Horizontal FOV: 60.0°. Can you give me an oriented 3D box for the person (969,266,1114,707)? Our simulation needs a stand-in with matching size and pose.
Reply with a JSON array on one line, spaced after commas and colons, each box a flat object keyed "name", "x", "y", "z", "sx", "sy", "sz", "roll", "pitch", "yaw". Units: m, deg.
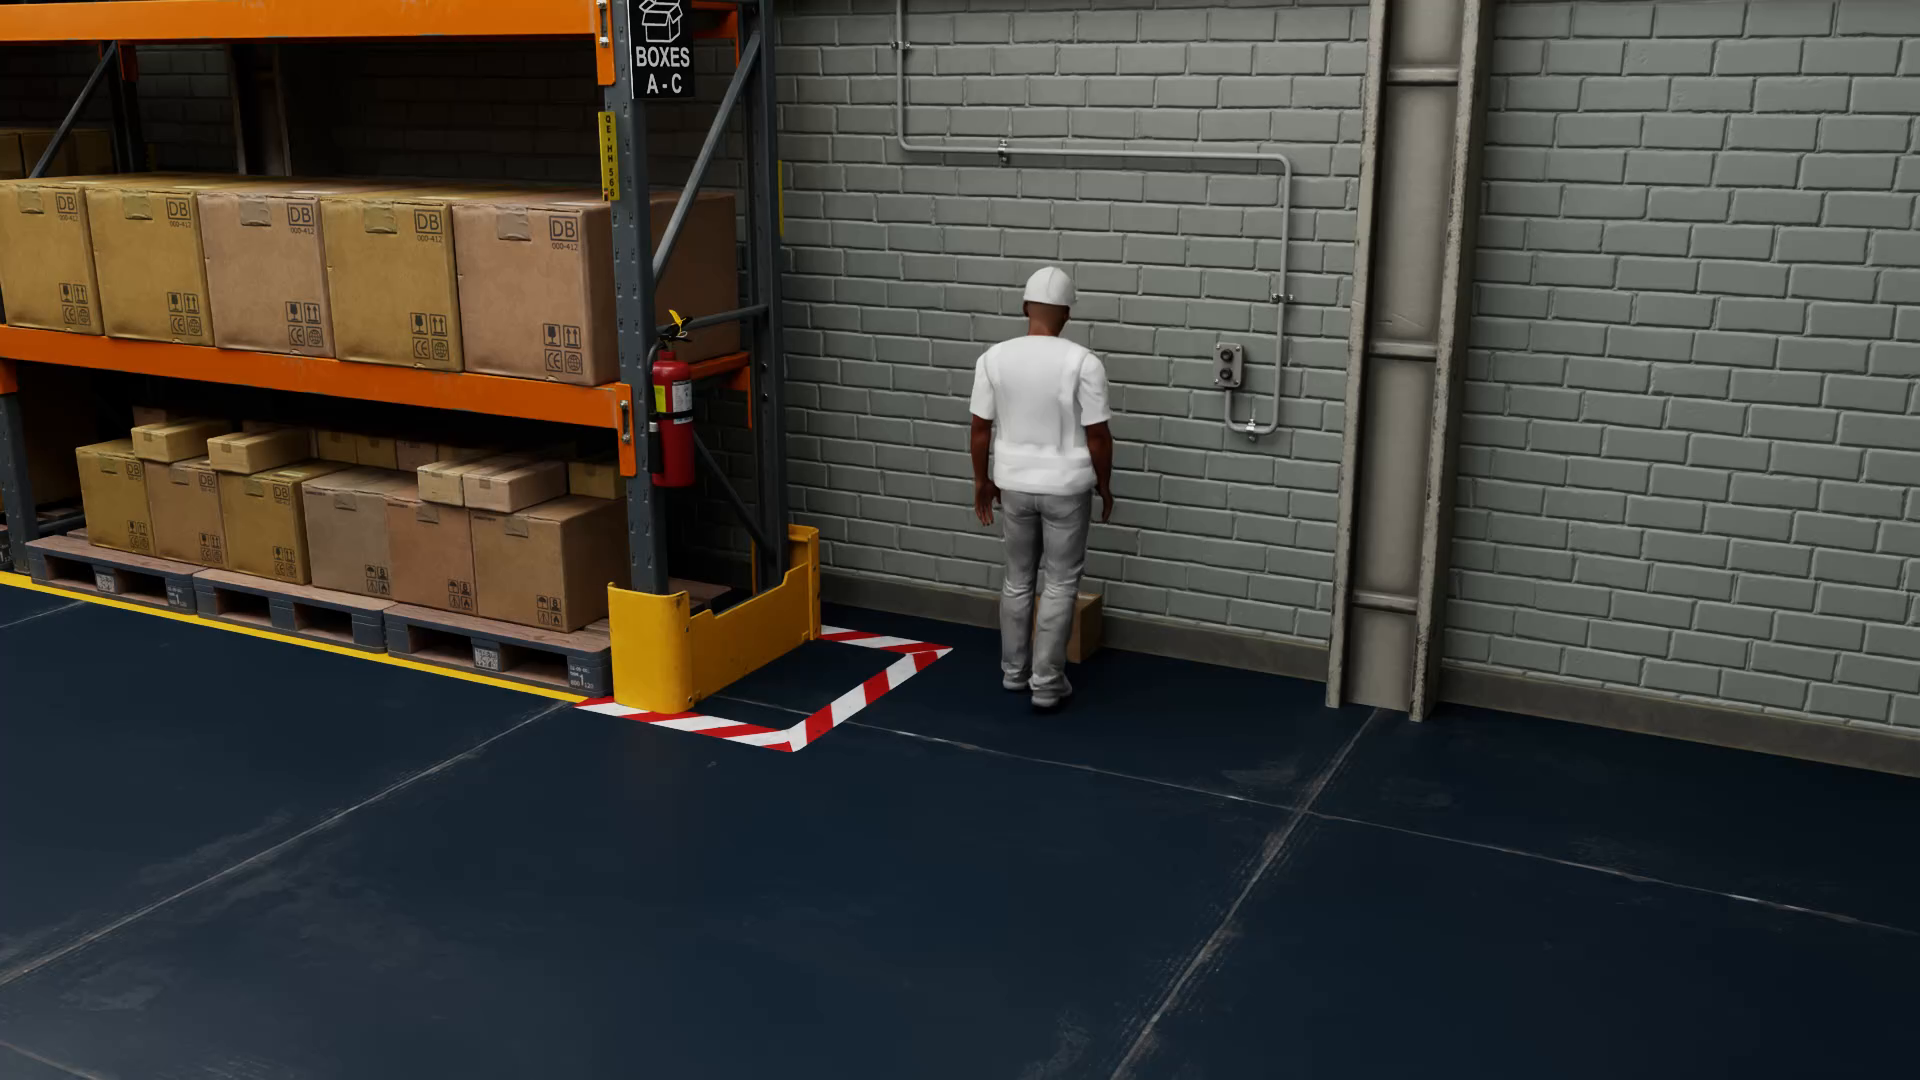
[{"name": "person", "x": 0.338, "y": -0.216, "z": 6.722, "sx": 0.587, "sy": 1.773, "sz": 0.518, "roll": 6, "pitch": 17, "yaw": 22}]
